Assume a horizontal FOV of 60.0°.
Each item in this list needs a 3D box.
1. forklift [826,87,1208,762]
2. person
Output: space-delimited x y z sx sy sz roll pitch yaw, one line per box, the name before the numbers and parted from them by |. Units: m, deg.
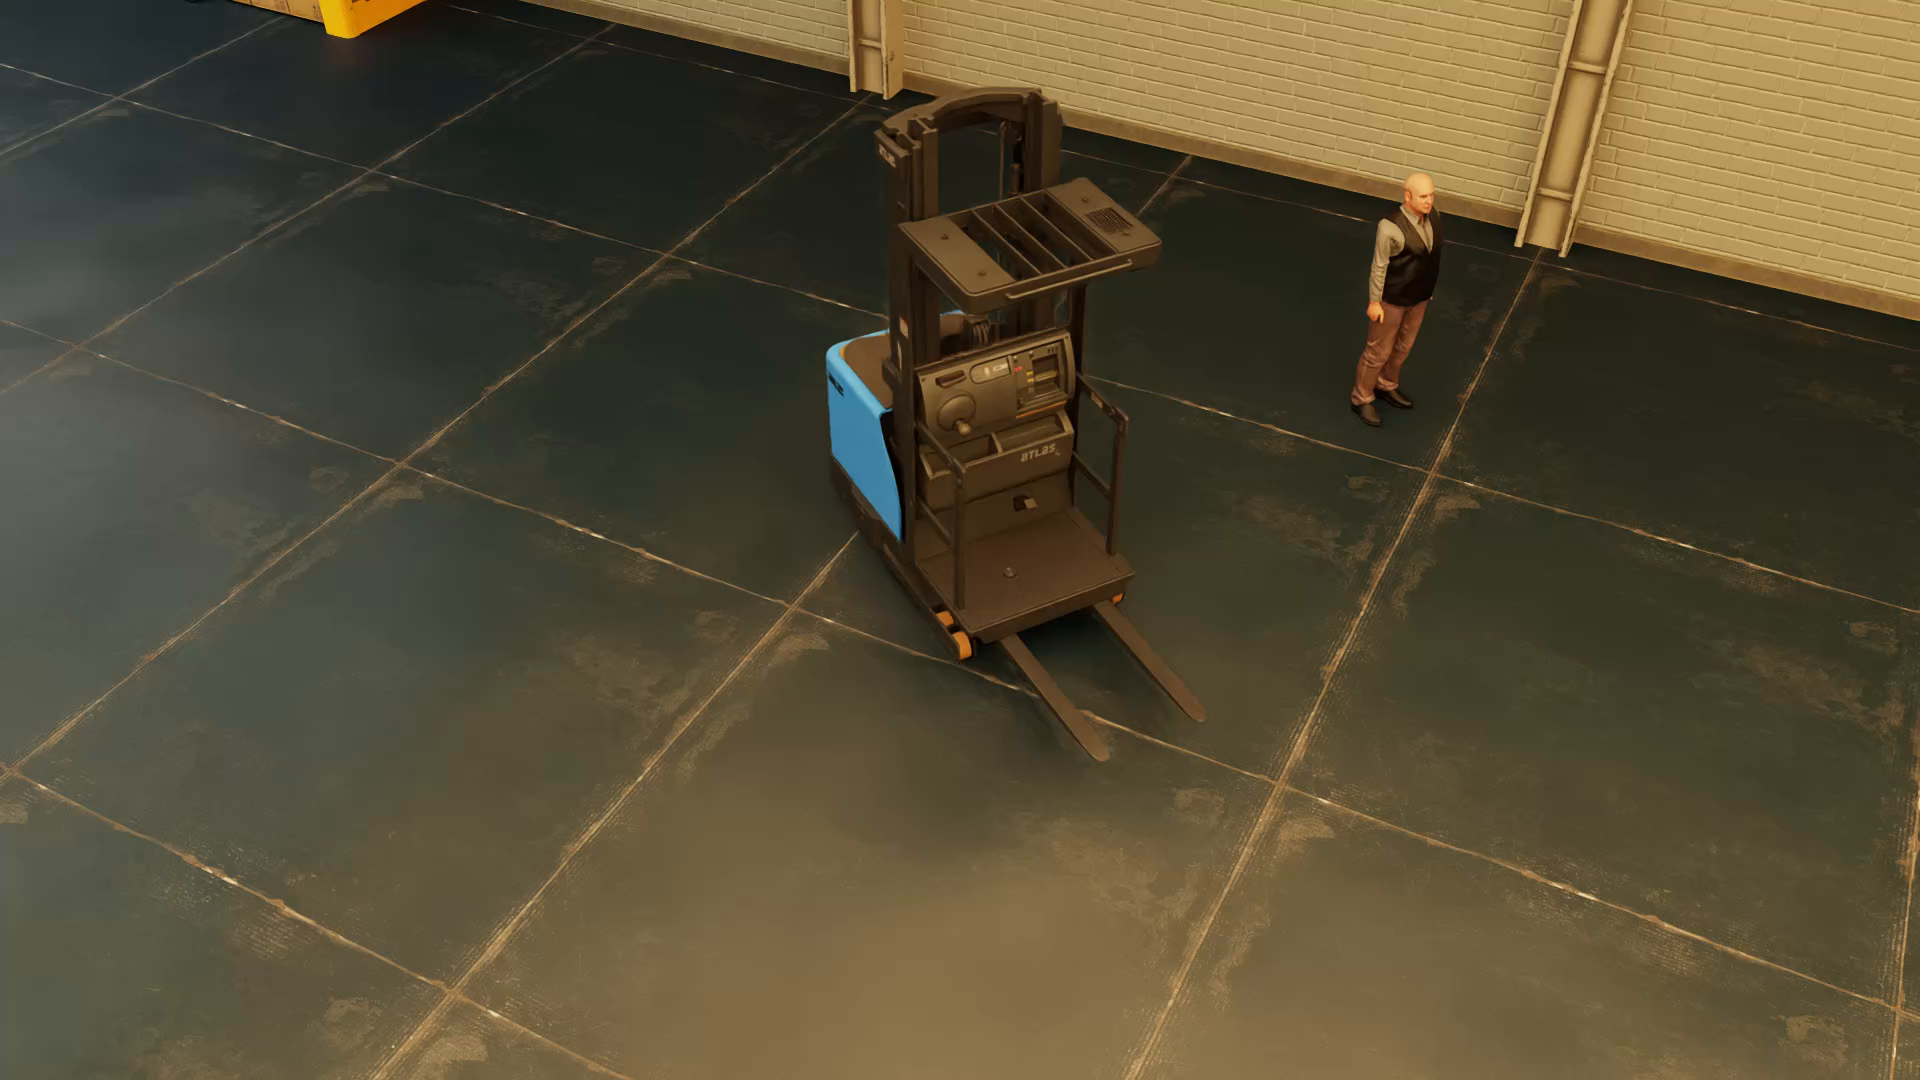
forklift | 0.310 -0.770 8.901 1.130 2.935 3.031 -19 44 -21
person | 2.867 -1.580 10.801 0.536 1.725 0.364 -25 46 -27
